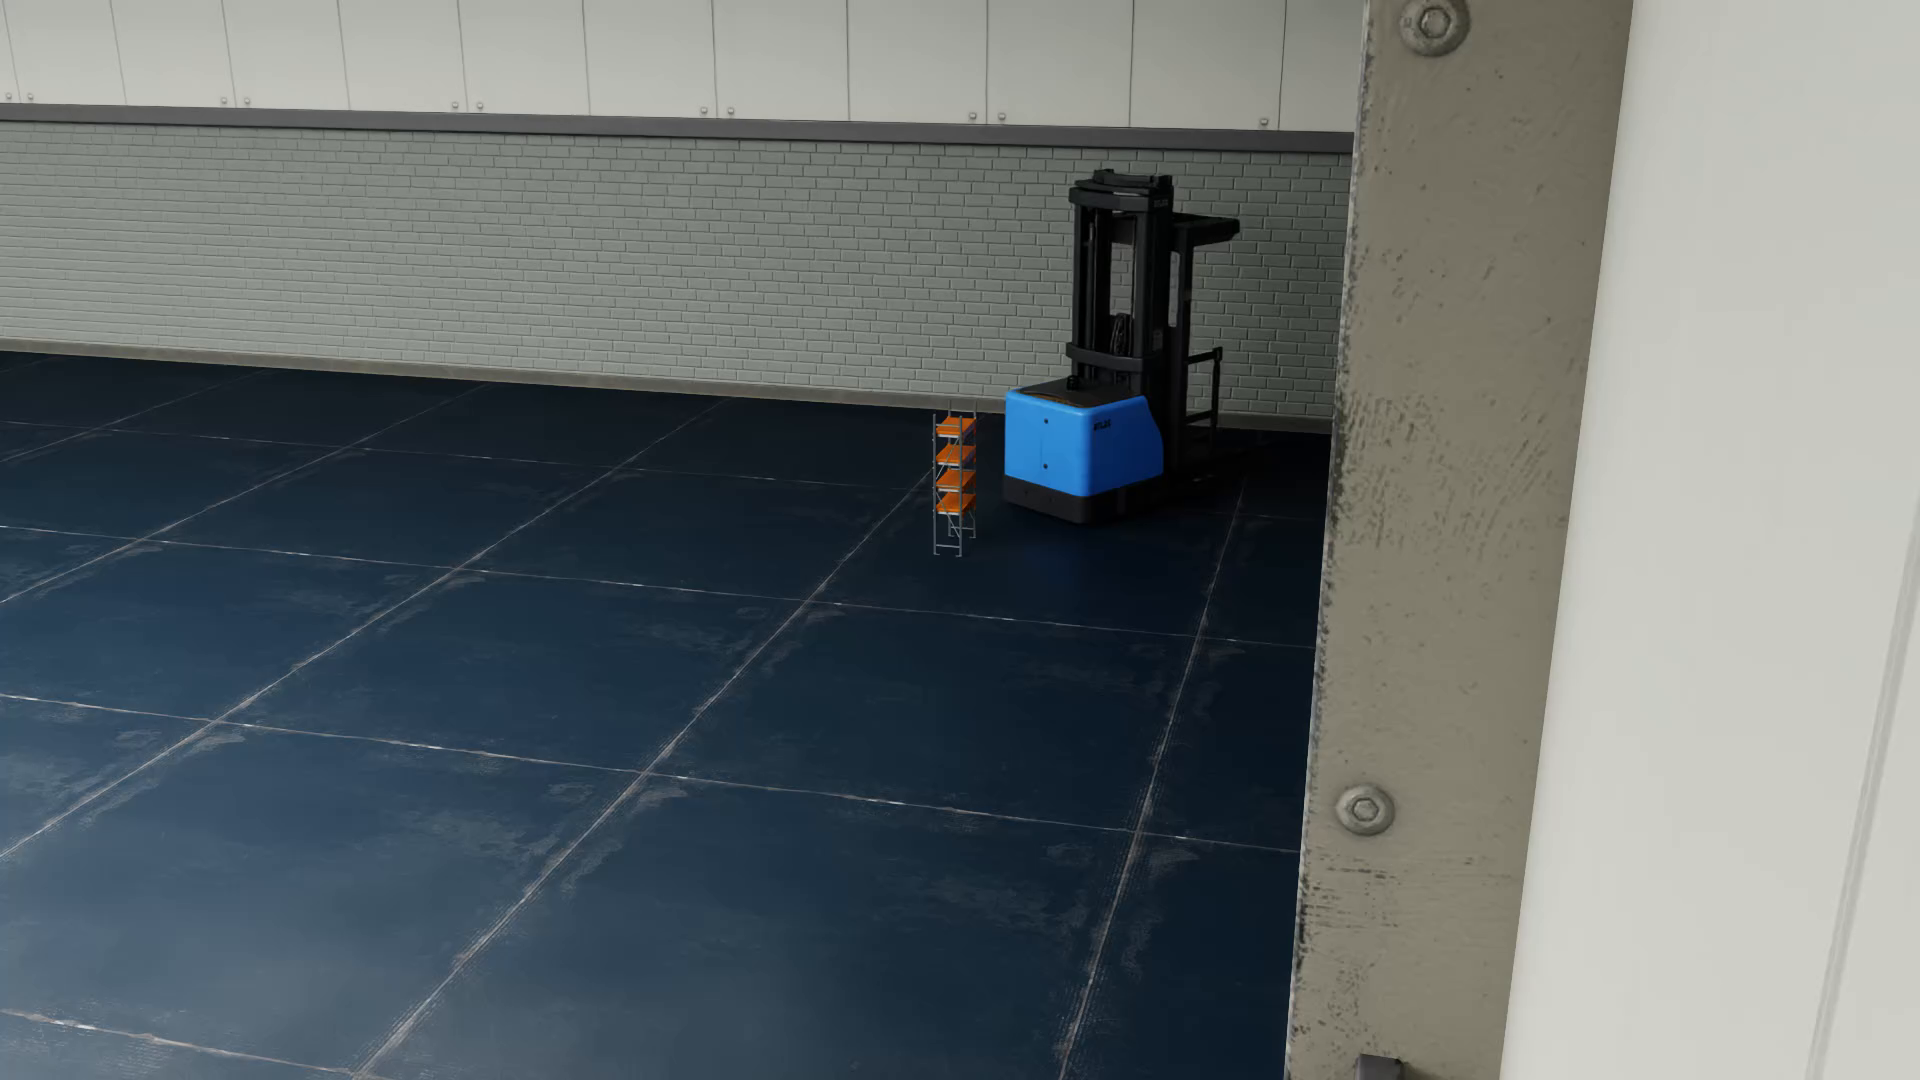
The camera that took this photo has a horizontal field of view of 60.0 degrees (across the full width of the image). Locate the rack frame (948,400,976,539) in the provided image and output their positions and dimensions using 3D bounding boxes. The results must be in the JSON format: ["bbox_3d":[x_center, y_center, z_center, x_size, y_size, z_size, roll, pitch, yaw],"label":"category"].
[{"bbox_3d":[0.019,-0.592,14.066,0.240,1.200,0.015,5,19,13],"label":"rack frame"}]

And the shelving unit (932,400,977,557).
[{"bbox_3d":[-0.040,-0.516,13.842,0.258,1.200,0.503,5,19,13],"label":"shelving unit"}]

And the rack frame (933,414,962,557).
[{"bbox_3d":[-0.100,-0.439,13.618,0.240,1.200,0.015,5,19,13],"label":"rack frame"}]

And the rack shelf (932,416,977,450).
[{"bbox_3d":[-0.040,-0.888,13.715,0.258,0.148,0.480,5,19,13],"label":"rack shelf"}]

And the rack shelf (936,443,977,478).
[{"bbox_3d":[-0.040,-0.664,13.791,0.258,0.148,0.480,5,19,13],"label":"rack shelf"}]

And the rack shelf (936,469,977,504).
[{"bbox_3d":[-0.040,-0.452,13.863,0.258,0.148,0.480,5,19,13],"label":"rack shelf"}]

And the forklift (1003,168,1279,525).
[{"bbox_3d":[1.809,-1.904,15.227,3.031,2.935,1.130,-17,25,-40],"label":"forklift"}]

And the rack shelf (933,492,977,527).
[{"bbox_3d":[-0.040,-0.264,13.928,0.258,0.148,0.480,5,19,13],"label":"rack shelf"}]
